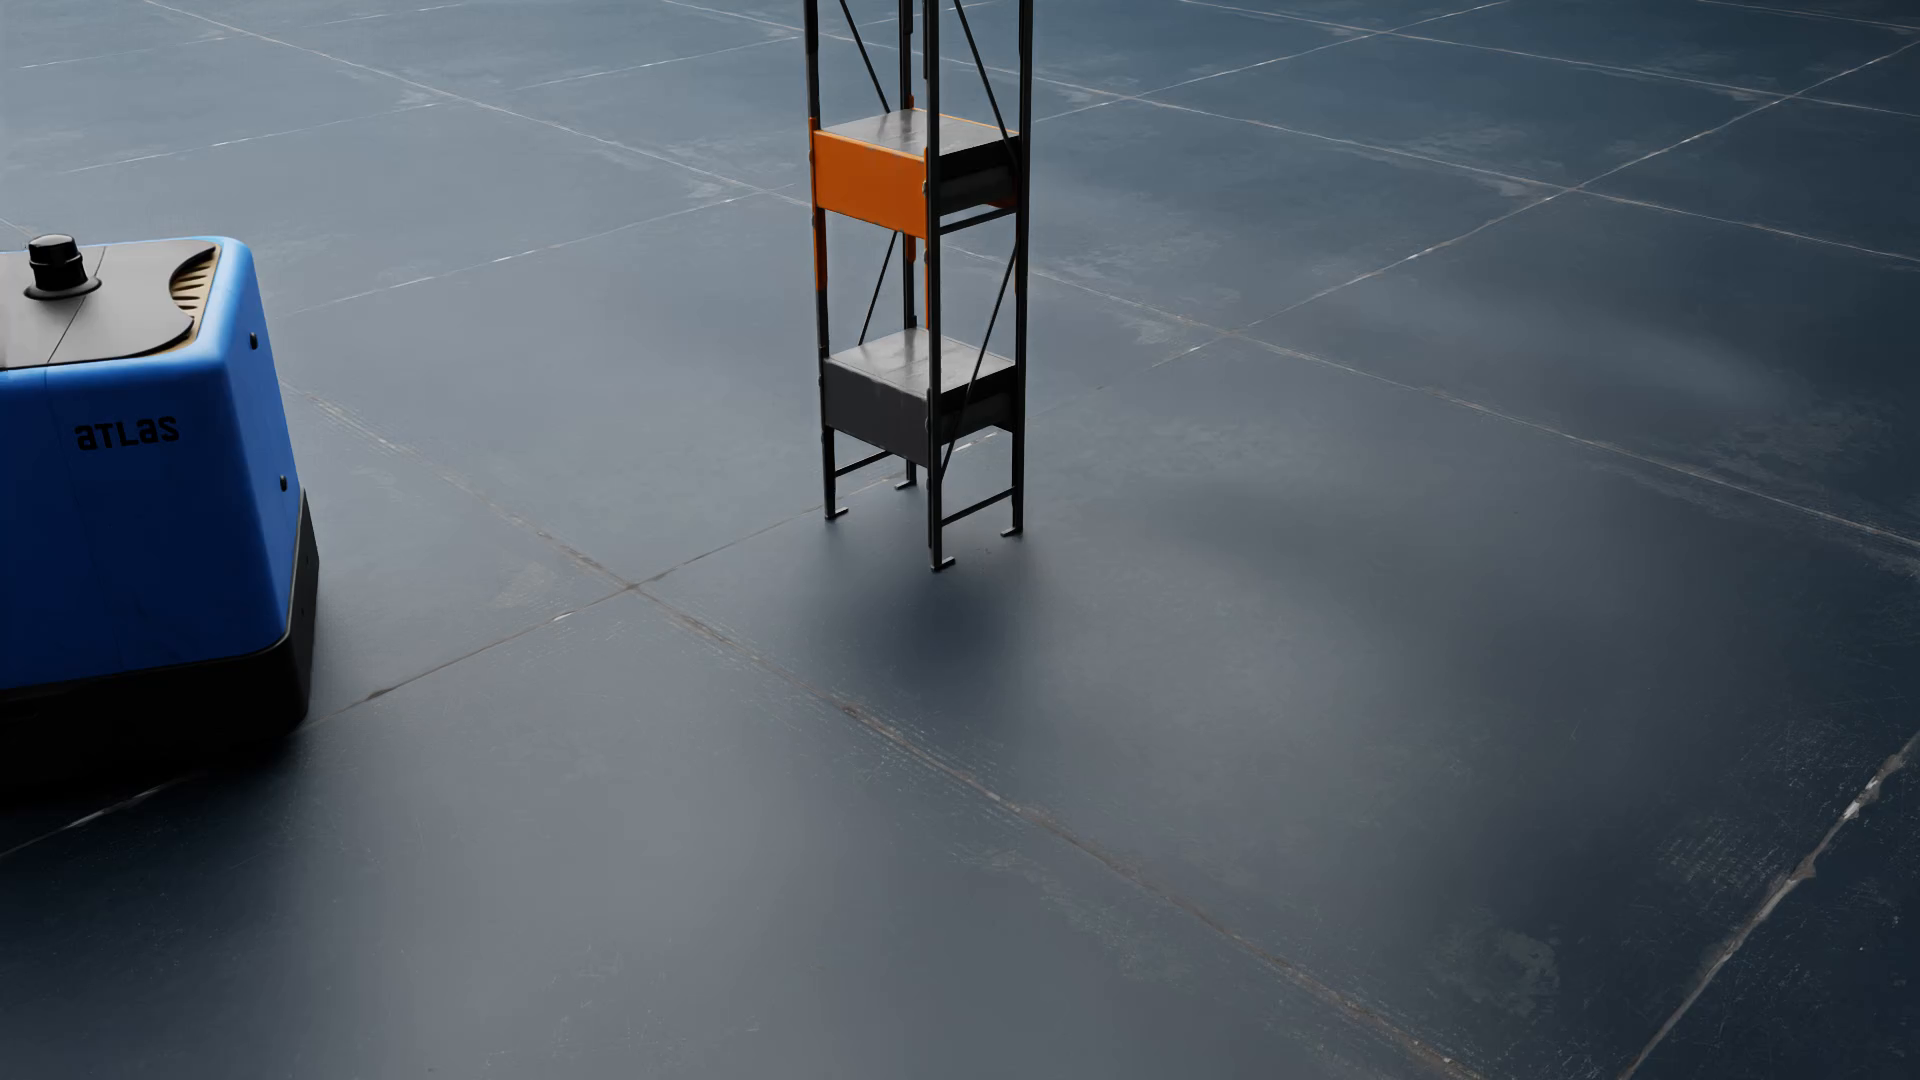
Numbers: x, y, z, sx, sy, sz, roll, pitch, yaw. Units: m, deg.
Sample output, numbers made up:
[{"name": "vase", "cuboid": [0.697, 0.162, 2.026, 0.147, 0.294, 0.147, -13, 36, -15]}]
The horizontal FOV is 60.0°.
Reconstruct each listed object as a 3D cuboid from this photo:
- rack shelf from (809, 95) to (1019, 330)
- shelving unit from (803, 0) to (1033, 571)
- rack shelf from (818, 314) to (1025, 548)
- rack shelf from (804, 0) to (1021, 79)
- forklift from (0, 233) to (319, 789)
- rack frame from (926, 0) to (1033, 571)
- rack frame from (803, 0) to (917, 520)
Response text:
[{"name": "rack shelf", "cuboid": [-0.118, -0.971, 4.870, 0.480, 0.518, 0.431, 25, 36, 38]}, {"name": "shelving unit", "cuboid": [-0.118, -0.983, 4.864, 0.503, 2.100, 0.431, 25, 36, 38]}, {"name": "rack shelf", "cuboid": [-0.118, -0.352, 5.196, 0.480, 0.518, 0.431, 25, 36, 38]}, {"name": "rack shelf", "cuboid": [-0.118, -1.591, 4.545, 0.480, 0.518, 0.431, 25, 36, 38]}, {"name": "forklift", "cuboid": [-3.243, -0.778, 3.580, 3.031, 2.935, 1.130, -8, 29, -15]}, {"name": "rack frame", "cuboid": [0.056, -0.904, 4.713, 0.015, 2.100, 0.400, 25, 36, 38]}, {"name": "rack frame", "cuboid": [-0.292, -1.063, 5.015, 0.015, 2.100, 0.400, 25, 36, 38]}]
